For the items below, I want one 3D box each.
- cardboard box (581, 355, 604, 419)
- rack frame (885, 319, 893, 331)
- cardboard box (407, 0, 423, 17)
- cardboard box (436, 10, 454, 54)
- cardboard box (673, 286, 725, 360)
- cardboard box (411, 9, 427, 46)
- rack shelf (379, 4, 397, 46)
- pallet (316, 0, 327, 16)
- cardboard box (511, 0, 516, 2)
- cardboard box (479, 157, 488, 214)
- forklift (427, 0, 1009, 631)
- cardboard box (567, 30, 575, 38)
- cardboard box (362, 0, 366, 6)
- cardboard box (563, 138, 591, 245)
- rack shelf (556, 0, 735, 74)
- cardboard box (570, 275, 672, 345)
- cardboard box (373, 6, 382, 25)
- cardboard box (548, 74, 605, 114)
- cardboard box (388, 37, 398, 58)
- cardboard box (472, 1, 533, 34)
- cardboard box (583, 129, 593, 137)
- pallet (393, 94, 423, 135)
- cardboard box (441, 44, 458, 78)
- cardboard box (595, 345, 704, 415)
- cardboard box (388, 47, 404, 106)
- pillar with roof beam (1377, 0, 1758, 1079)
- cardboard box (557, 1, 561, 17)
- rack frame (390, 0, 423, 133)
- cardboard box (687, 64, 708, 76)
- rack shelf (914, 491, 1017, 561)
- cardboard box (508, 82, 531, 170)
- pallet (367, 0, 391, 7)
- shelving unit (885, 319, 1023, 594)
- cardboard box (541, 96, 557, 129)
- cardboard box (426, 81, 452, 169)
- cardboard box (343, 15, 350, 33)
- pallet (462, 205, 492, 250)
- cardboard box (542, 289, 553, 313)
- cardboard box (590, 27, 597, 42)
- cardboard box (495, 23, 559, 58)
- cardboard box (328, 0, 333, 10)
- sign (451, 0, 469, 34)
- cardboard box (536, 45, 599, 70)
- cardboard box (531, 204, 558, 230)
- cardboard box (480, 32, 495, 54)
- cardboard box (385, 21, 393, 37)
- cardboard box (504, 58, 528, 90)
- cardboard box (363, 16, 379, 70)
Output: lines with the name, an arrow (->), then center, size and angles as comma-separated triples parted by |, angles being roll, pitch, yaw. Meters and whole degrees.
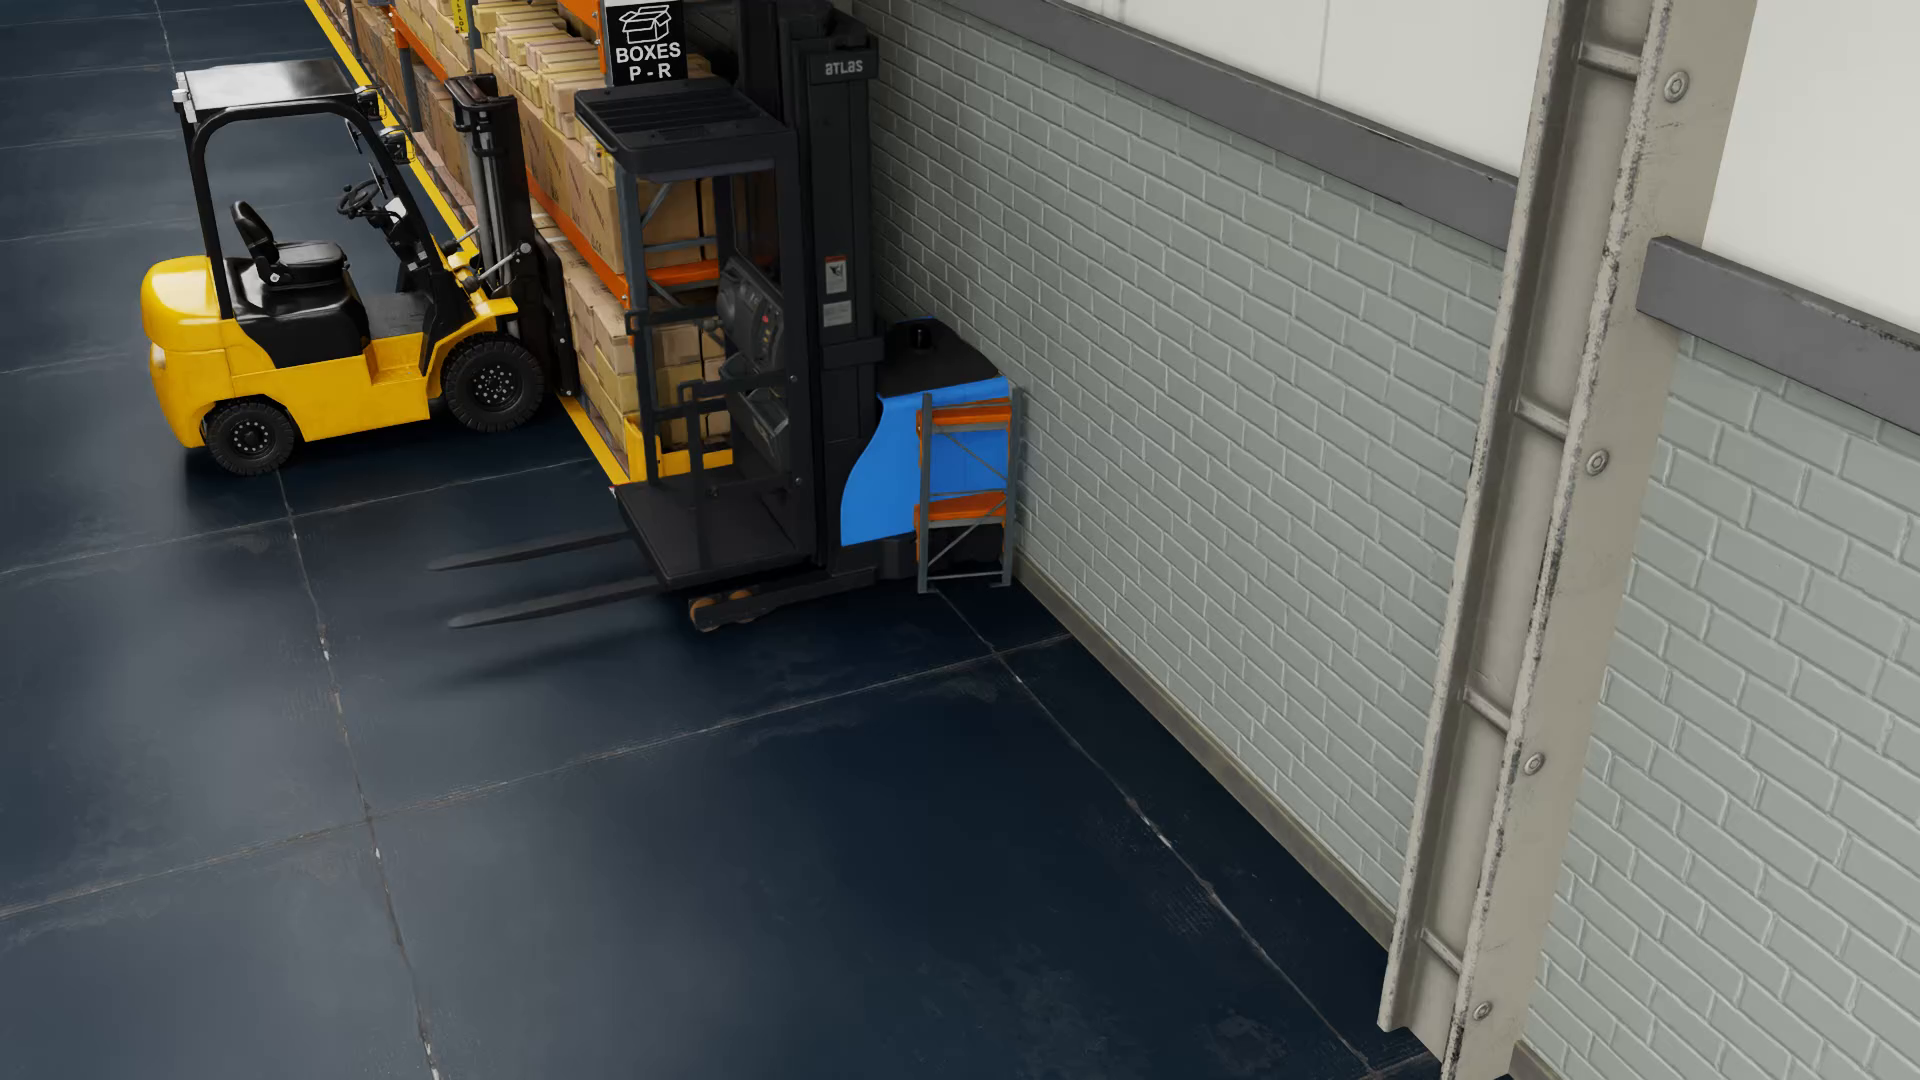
cardboard box -> -2.034, -0.986, 10.323 | 0.500, 0.250, 0.500 | -13, 32, -22
rack frame -> -0.188, -0.721, 9.356 | 0.500, 1.125, 0.032 | -5, 29, -13
cardboard box -> -4.385, -4.622, 14.067 | 0.500, 0.250, 0.500 | -14, 32, -23
cardboard box -> -3.729, -3.947, 12.865 | 0.500, 0.250, 0.500 | -14, 32, -23
cardboard box -> -1.378, -1.311, 9.881 | 0.500, 0.250, 0.500 | -14, 32, -23
cardboard box -> -4.368, -4.411, 14.202 | 0.500, 0.250, 0.500 | -14, 32, -24
rack shelf -> -5.635, -5.742, 17.159 | 1.077, 0.370, 4.000 | -13, 32, -22
pallet -> -7.836, -7.105, 21.705 | 1.003, 0.211, 1.213 | -13, 32, -22
cardboard box -> -3.591, -4.066, 12.669 | 0.380, 0.149, 0.250 | -13, 32, -22
cardboard box -> -3.294, -2.781, 13.142 | 0.875, 0.625, 0.625 | -12, 31, -20
forklift -> -1.228, -1.110, 8.233 | 3.031, 2.935, 1.130 | -12, 32, -21
cardboard box -> -2.551, -3.541, 11.732 | 0.380, 0.149, 0.250 | -14, 32, -23
cardboard box -> -6.392, -5.995, 18.338 | 0.380, 0.149, 0.250 | -14, 32, -23
cardboard box -> -2.005, -2.076, 9.783 | 0.500, 0.500, 0.500 | -12, 31, -20
rack shelf -> -2.201, -3.517, 10.124 | 1.077, 0.370, 4.000 | -13, 32, -22
cardboard box -> -2.046, -1.421, 10.077 | 0.500, 0.250, 0.500 | -12, 32, -21
cardboard box -> -5.963, -5.538, 17.522 | 0.380, 0.149, 0.250 | -12, 31, -20
cardboard box -> -2.209, -2.639, 9.819 | 0.380, 0.149, 0.250 | -12, 32, -21
cardboard box -> -5.363, -4.828, 16.256 | 0.380, 0.149, 0.250 | -15, 33, -25
cardboard box -> -3.191, -3.659, 11.639 | 0.380, 0.149, 0.250 | -12, 32, -21
cardboard box -> -1.937, -2.294, 9.508 | 0.380, 0.149, 0.250 | -12, 32, -21
pallet -> -5.063, -4.294, 16.692 | 1.003, 0.211, 1.213 | -13, 32, -22
cardboard box -> -3.733, -3.729, 12.987 | 0.500, 0.250, 0.500 | -13, 32, -22
cardboard box -> -1.834, -0.990, 9.820 | 0.500, 0.250, 0.500 | -14, 32, -23
cardboard box -> -5.358, -4.631, 16.567 | 0.500, 0.500, 0.500 | -14, 32, -23
pillar with roof beam -> -2.140, -1.198, 2.186 | 9.100, 9.000, 0.400 | -13, 32, -22
cardboard box -> -2.650, -3.785, 11.863 | 0.380, 0.149, 0.250 | -13, 32, -22
rack frame -> -4.777, -5.173, 15.408 | 1.000, 3.000, 0.127 | -13, 32, -22
cardboard box -> -1.730, -2.748, 10.015 | 0.380, 0.149, 0.250 | -12, 31, -20
rack shelf -> -0.081, -0.266, 9.040 | 0.538, 0.278, 1.000 | -5, 29, -13
cardboard box -> -2.648, -2.749, 10.982 | 0.500, 0.500, 0.500 | -13, 32, -22
pallet -> -5.131, -5.374, 15.963 | 1.213, 0.211, 1.003 | -13, 32, -22
shelving unit -> -0.072, -0.481, 8.924 | 0.538, 1.125, 1.048 | -5, 29, -13
cardboard box -> -2.317, -2.621, 10.092 | 0.380, 0.149, 0.250 | -13, 32, -22
cardboard box -> -4.234, -3.755, 14.878 | 0.875, 0.625, 0.625 | -12, 31, -20
cardboard box -> -6.998, -6.064, 19.482 | 0.380, 0.149, 0.250 | -14, 32, -23
pallet -> -3.411, -2.507, 13.505 | 1.003, 0.211, 1.213 | -13, 32, -22
cardboard box -> -2.491, -1.659, 11.013 | 0.500, 0.250, 0.500 | -13, 32, -22
cardboard box -> -2.290, -3.453, 11.272 | 0.380, 0.149, 0.250 | -14, 32, -23
cardboard box -> -2.862, -3.316, 11.028 | 0.380, 0.149, 0.250 | -12, 32, -21
cardboard box -> -7.566, -6.869, 20.559 | 0.500, 0.500, 0.500 | -12, 32, -21
sign -> -3.546, -3.758, 11.782 | 0.100, 0.325, 0.005 | -13, 32, -22
cardboard box -> -2.443, -3.000, 10.464 | 0.380, 0.149, 0.250 | -13, 32, -22
cardboard box -> -2.701, -2.101, 11.289 | 0.500, 0.250, 0.500 | -12, 31, -20
cardboard box -> -3.160, -3.536, 11.724 | 0.380, 0.149, 0.250 | -14, 32, -23
cardboard box -> -5.616, -5.189, 16.901 | 0.380, 0.149, 0.250 | -14, 32, -23
cardboard box -> -2.761, -3.072, 10.897 | 0.380, 0.149, 0.250 | -13, 32, -22
cardboard box -> -6.042, -5.317, 17.792 | 0.500, 0.500, 0.500 | -14, 32, -23
